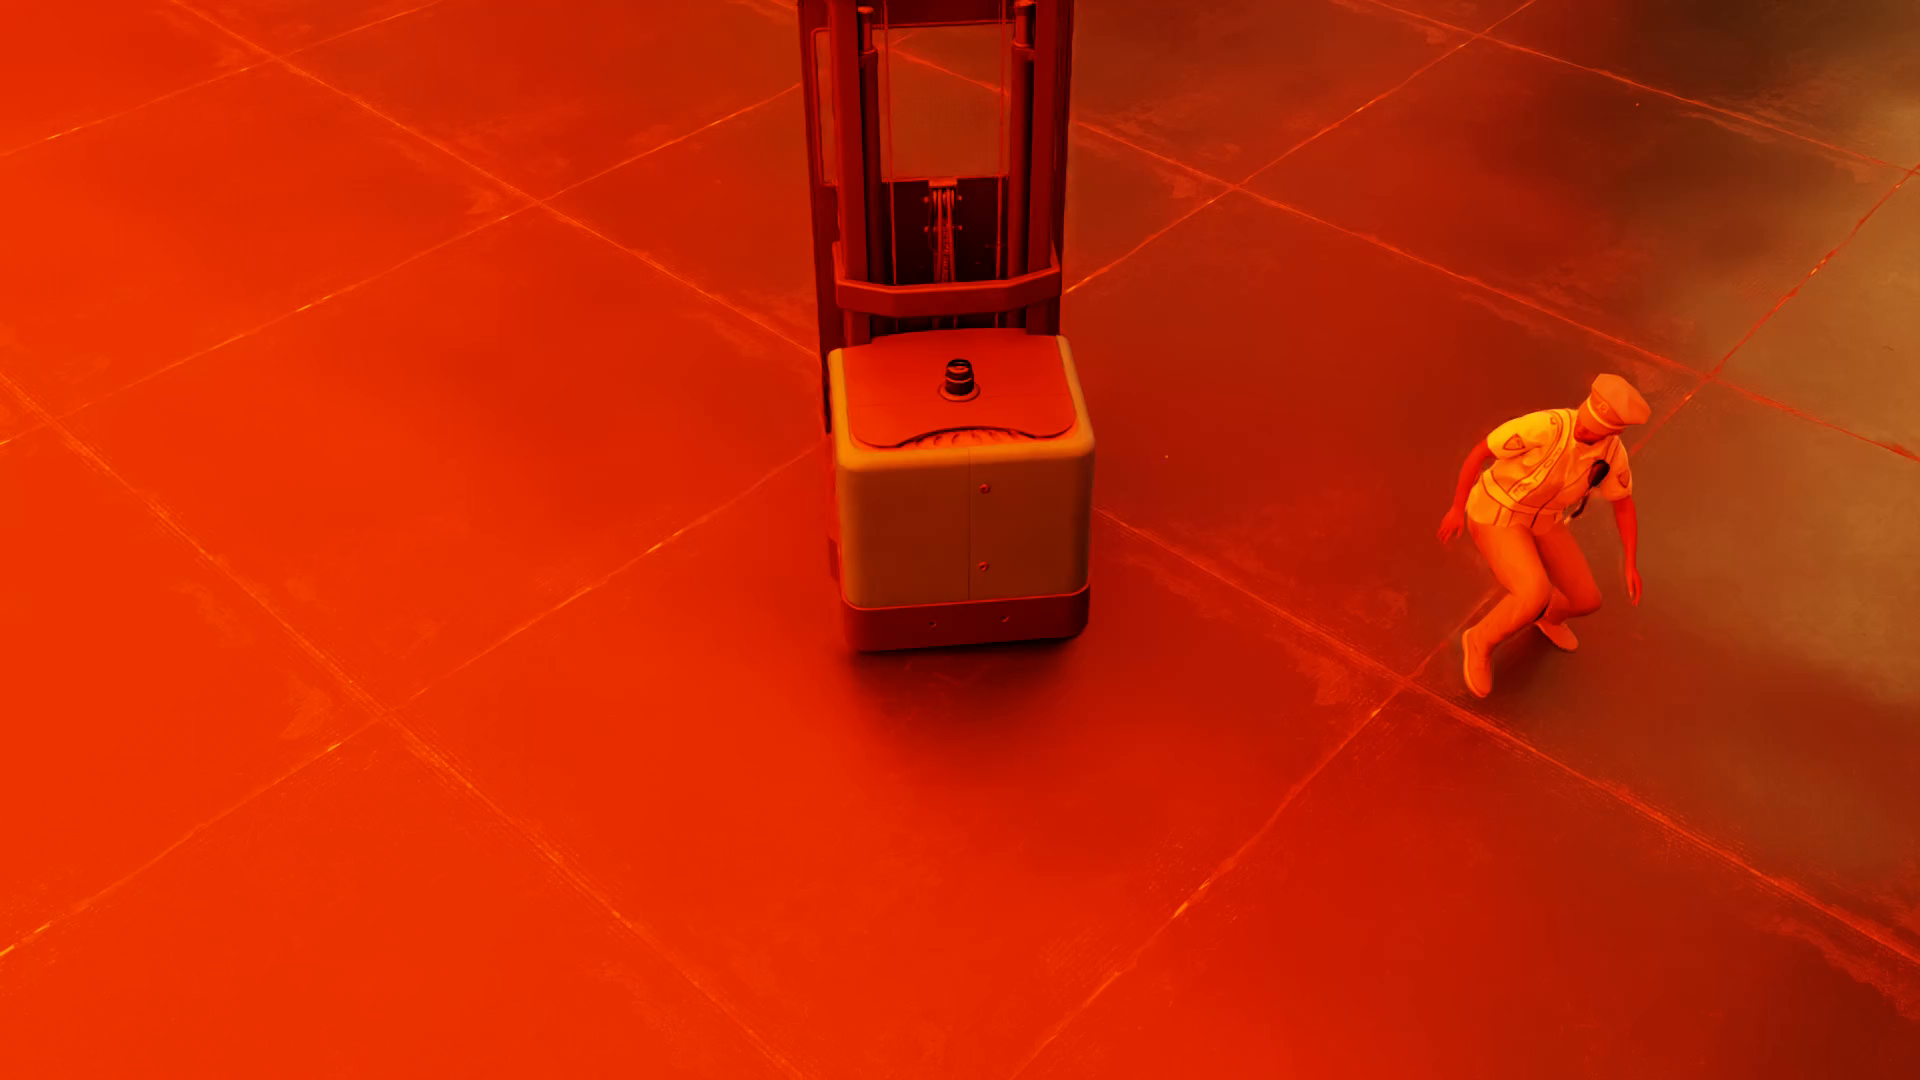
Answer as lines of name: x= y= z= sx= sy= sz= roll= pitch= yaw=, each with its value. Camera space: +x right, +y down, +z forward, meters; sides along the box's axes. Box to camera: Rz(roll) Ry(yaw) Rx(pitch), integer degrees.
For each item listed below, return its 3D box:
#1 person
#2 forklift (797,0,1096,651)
person: x=2.326 y=-0.025 z=6.637 sx=0.723 sy=1.457 sz=0.652 roll=-12 pitch=42 yaw=-14
forklift: x=-0.122 y=-1.597 z=7.290 sx=1.130 sy=2.935 sz=3.031 roll=-4 pitch=41 yaw=-5
